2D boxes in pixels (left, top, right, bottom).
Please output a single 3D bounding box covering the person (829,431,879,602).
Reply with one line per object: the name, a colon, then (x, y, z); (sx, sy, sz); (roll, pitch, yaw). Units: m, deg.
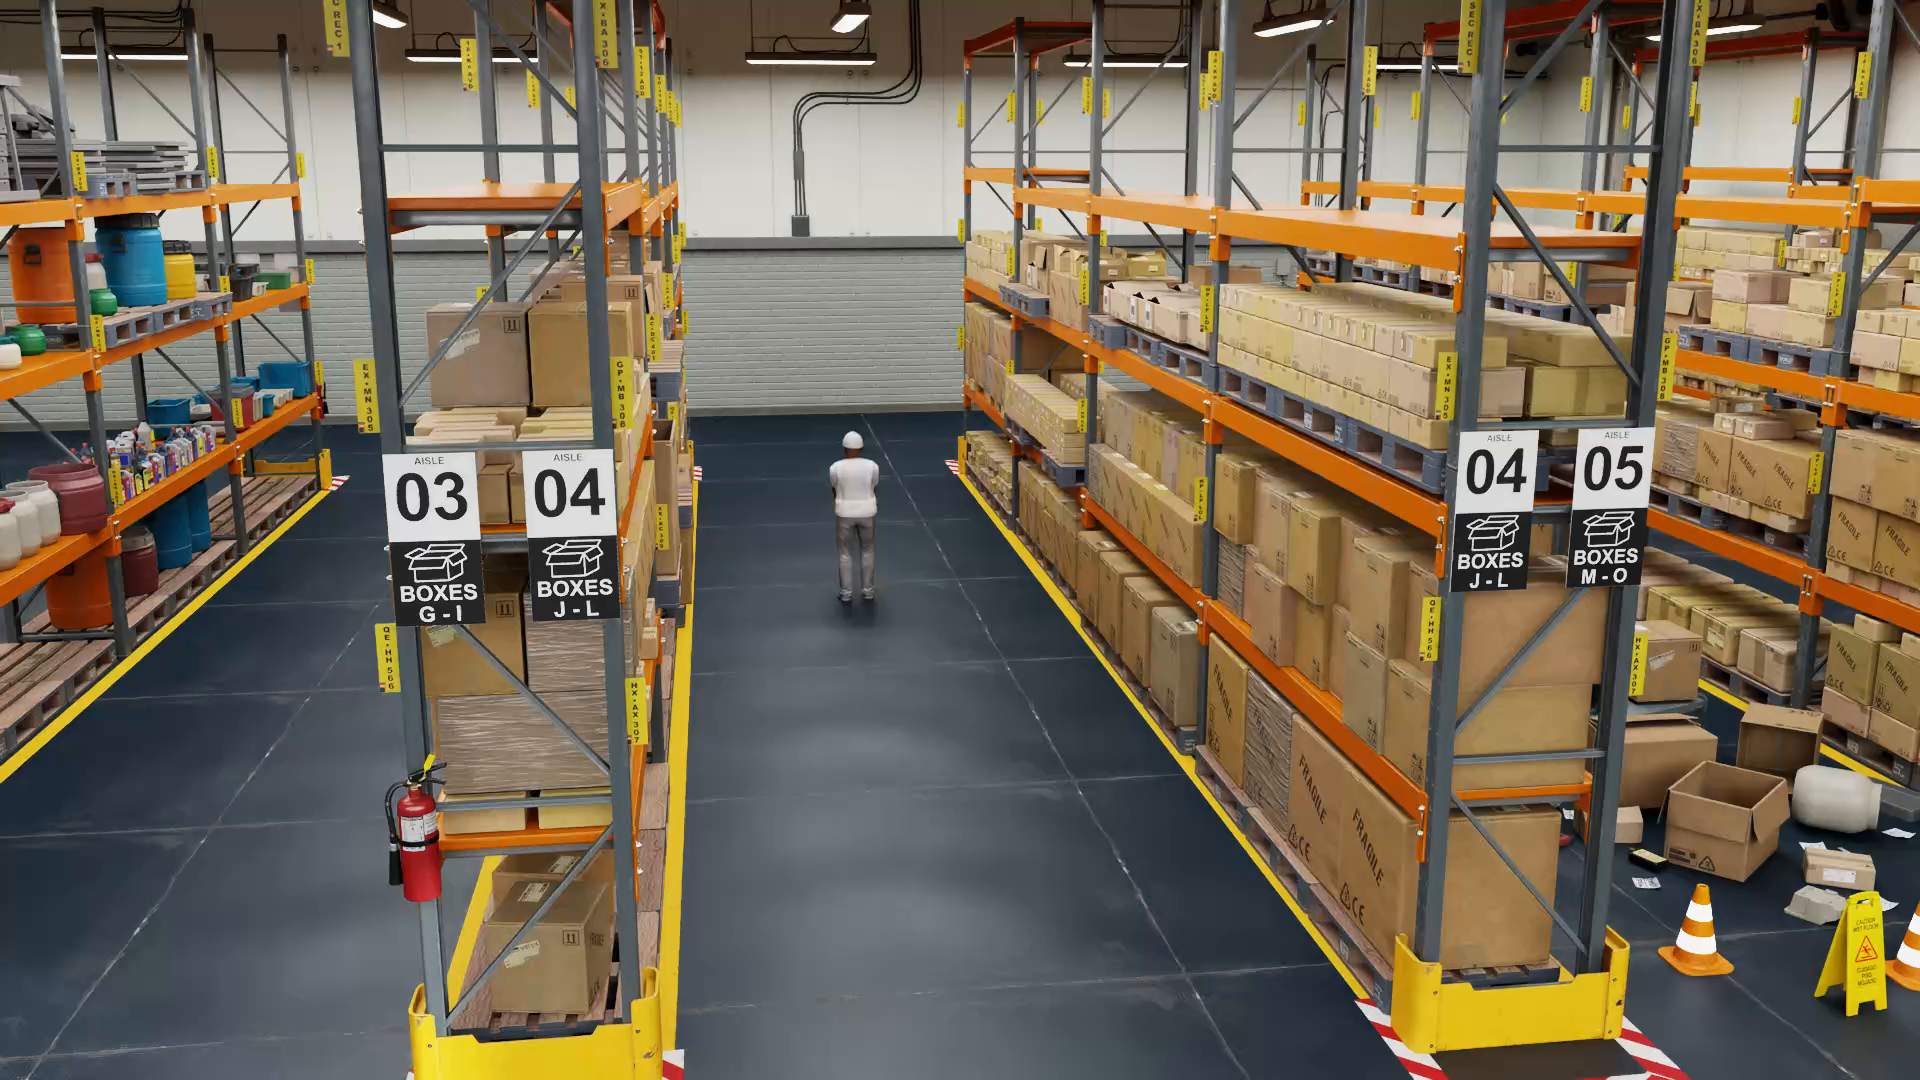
person: (-1.091, -0.270, 17.104); (0.504, 1.760, 0.583); (-2, 13, -7)
